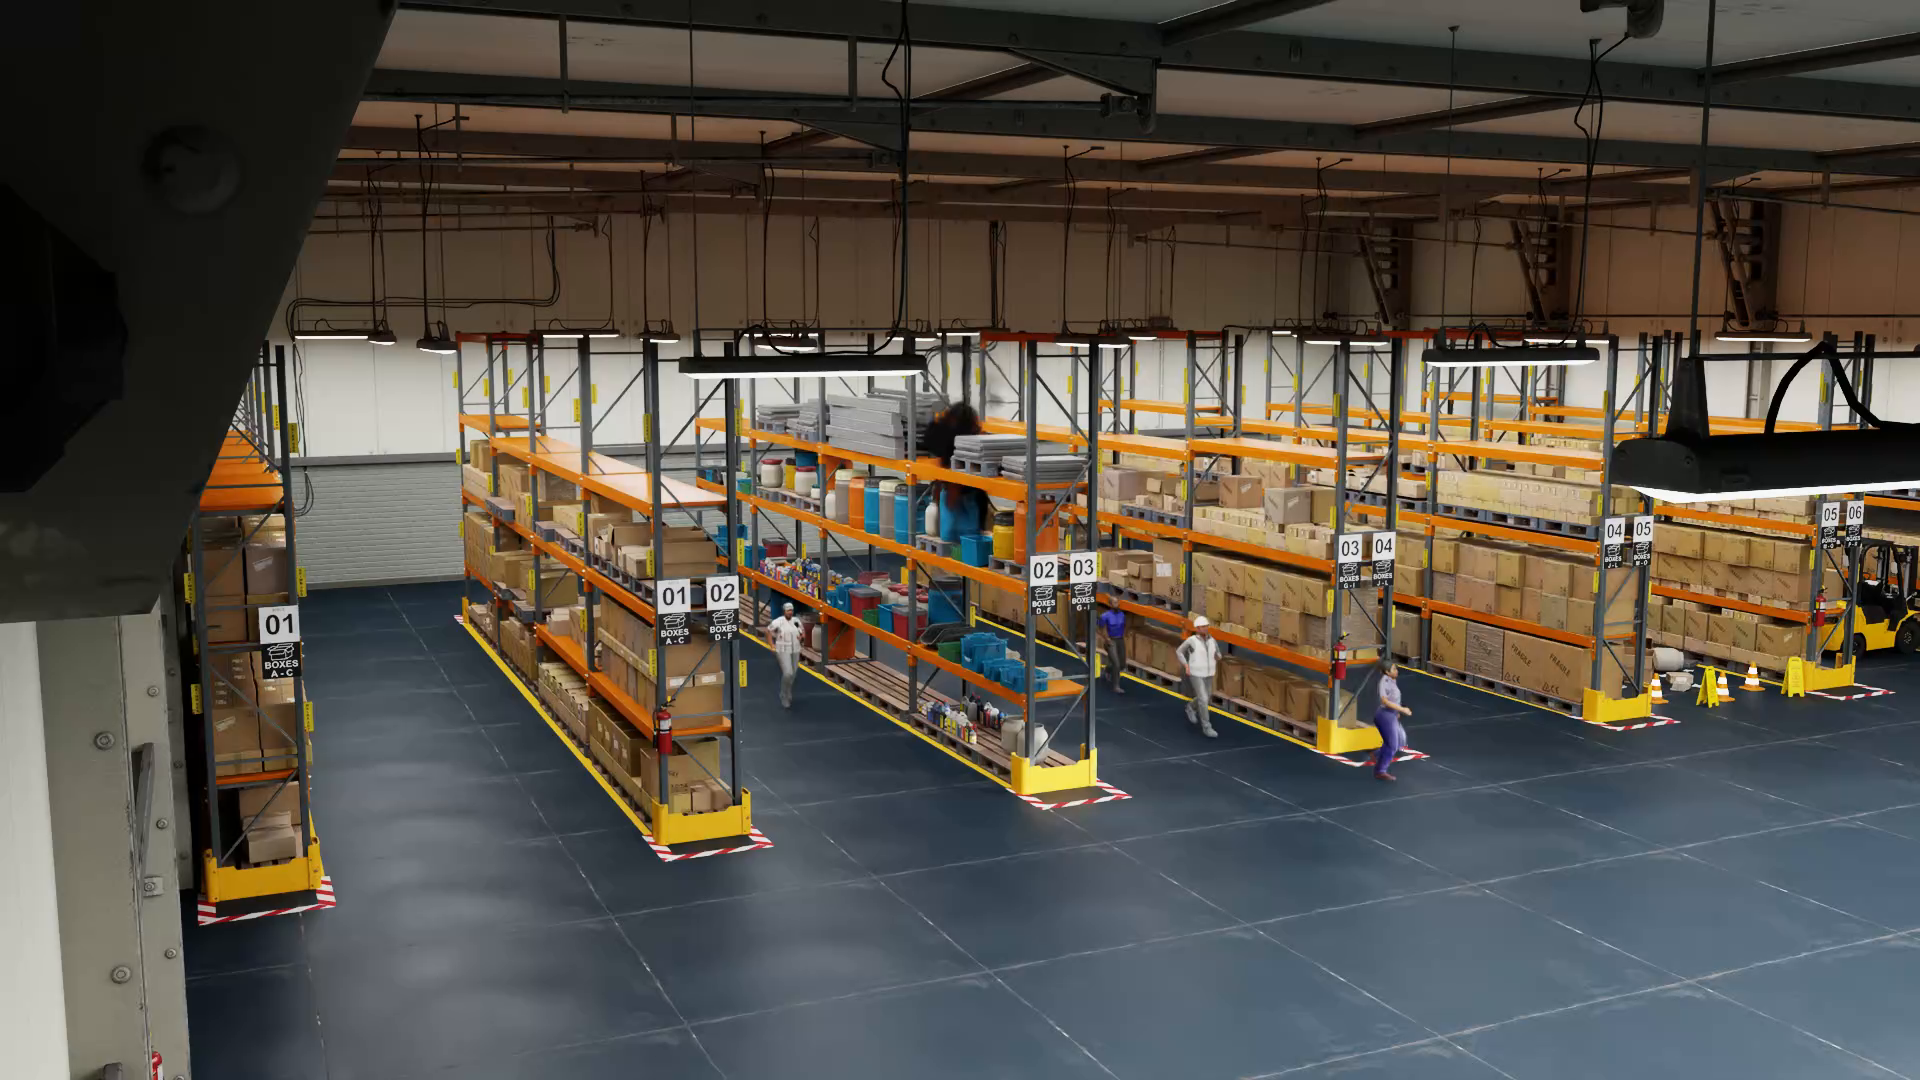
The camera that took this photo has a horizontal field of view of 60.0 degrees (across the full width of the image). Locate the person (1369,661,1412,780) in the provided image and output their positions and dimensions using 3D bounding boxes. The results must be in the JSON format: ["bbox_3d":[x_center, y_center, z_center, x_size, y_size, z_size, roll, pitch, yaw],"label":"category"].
[{"bbox_3d":[5.933,2.475,22.914,0.554,1.610,0.665,2,8,14],"label":"person"}]

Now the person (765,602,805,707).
[{"bbox_3d":[-2.807,1.869,27.142,0.576,1.716,0.720,-5,9,-34],"label":"person"}]

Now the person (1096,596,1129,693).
[{"bbox_3d":[2.580,1.759,28.129,0.580,1.587,0.701,-4,9,-29],"label":"person"}]

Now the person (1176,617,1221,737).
[{"bbox_3d":[3.667,2.036,25.254,0.657,1.756,0.970,-4,9,-28],"label":"person"}]
